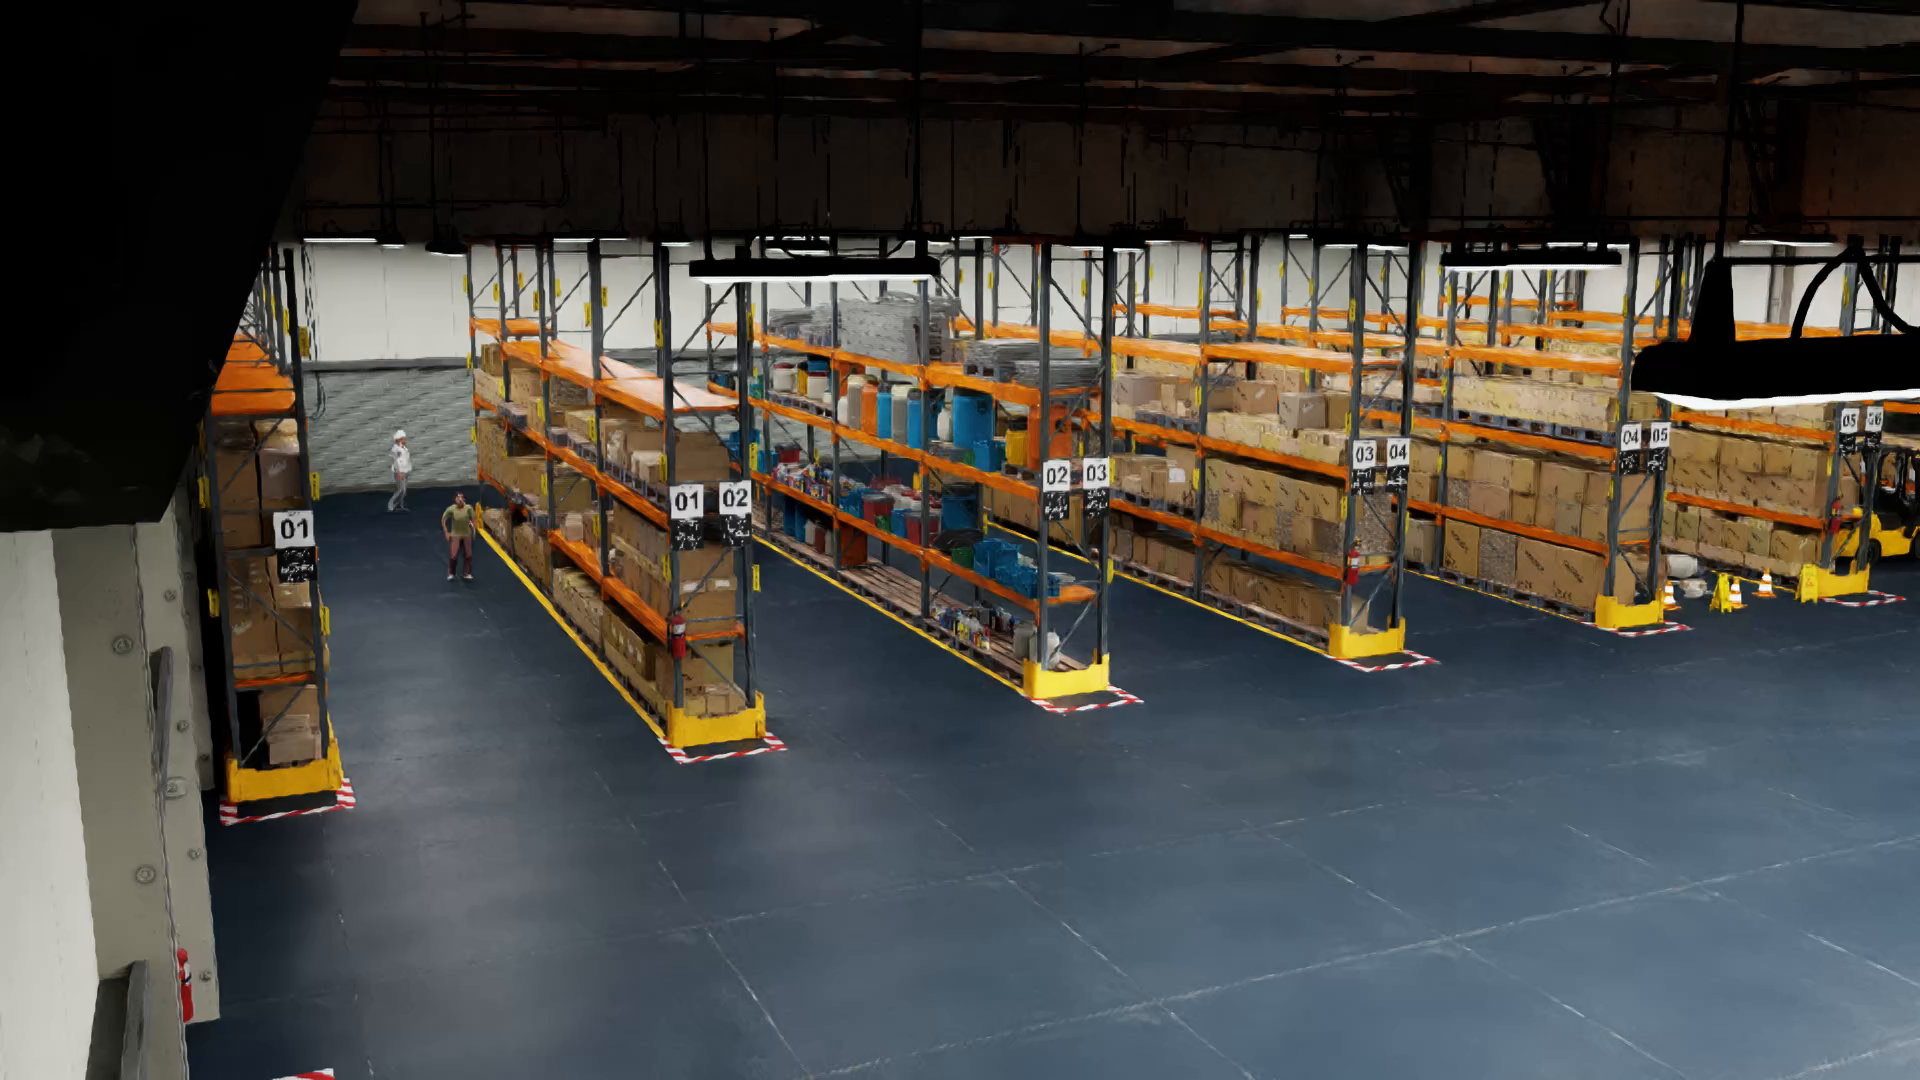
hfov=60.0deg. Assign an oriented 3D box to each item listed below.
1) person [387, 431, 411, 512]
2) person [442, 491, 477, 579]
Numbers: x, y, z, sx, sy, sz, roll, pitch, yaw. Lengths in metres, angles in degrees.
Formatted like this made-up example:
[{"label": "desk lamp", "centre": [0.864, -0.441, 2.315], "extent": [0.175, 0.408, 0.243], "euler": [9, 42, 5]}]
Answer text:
[{"label": "person", "centre": [-12.192, -1.478, 36.070], "extent": [0.470, 1.759, 0.694], "euler": [1, 11, 4]}, {"label": "person", "centre": [-8.822, -0.086, 29.358], "extent": [0.598, 1.619, 0.507], "euler": [-5, 12, -25]}]
